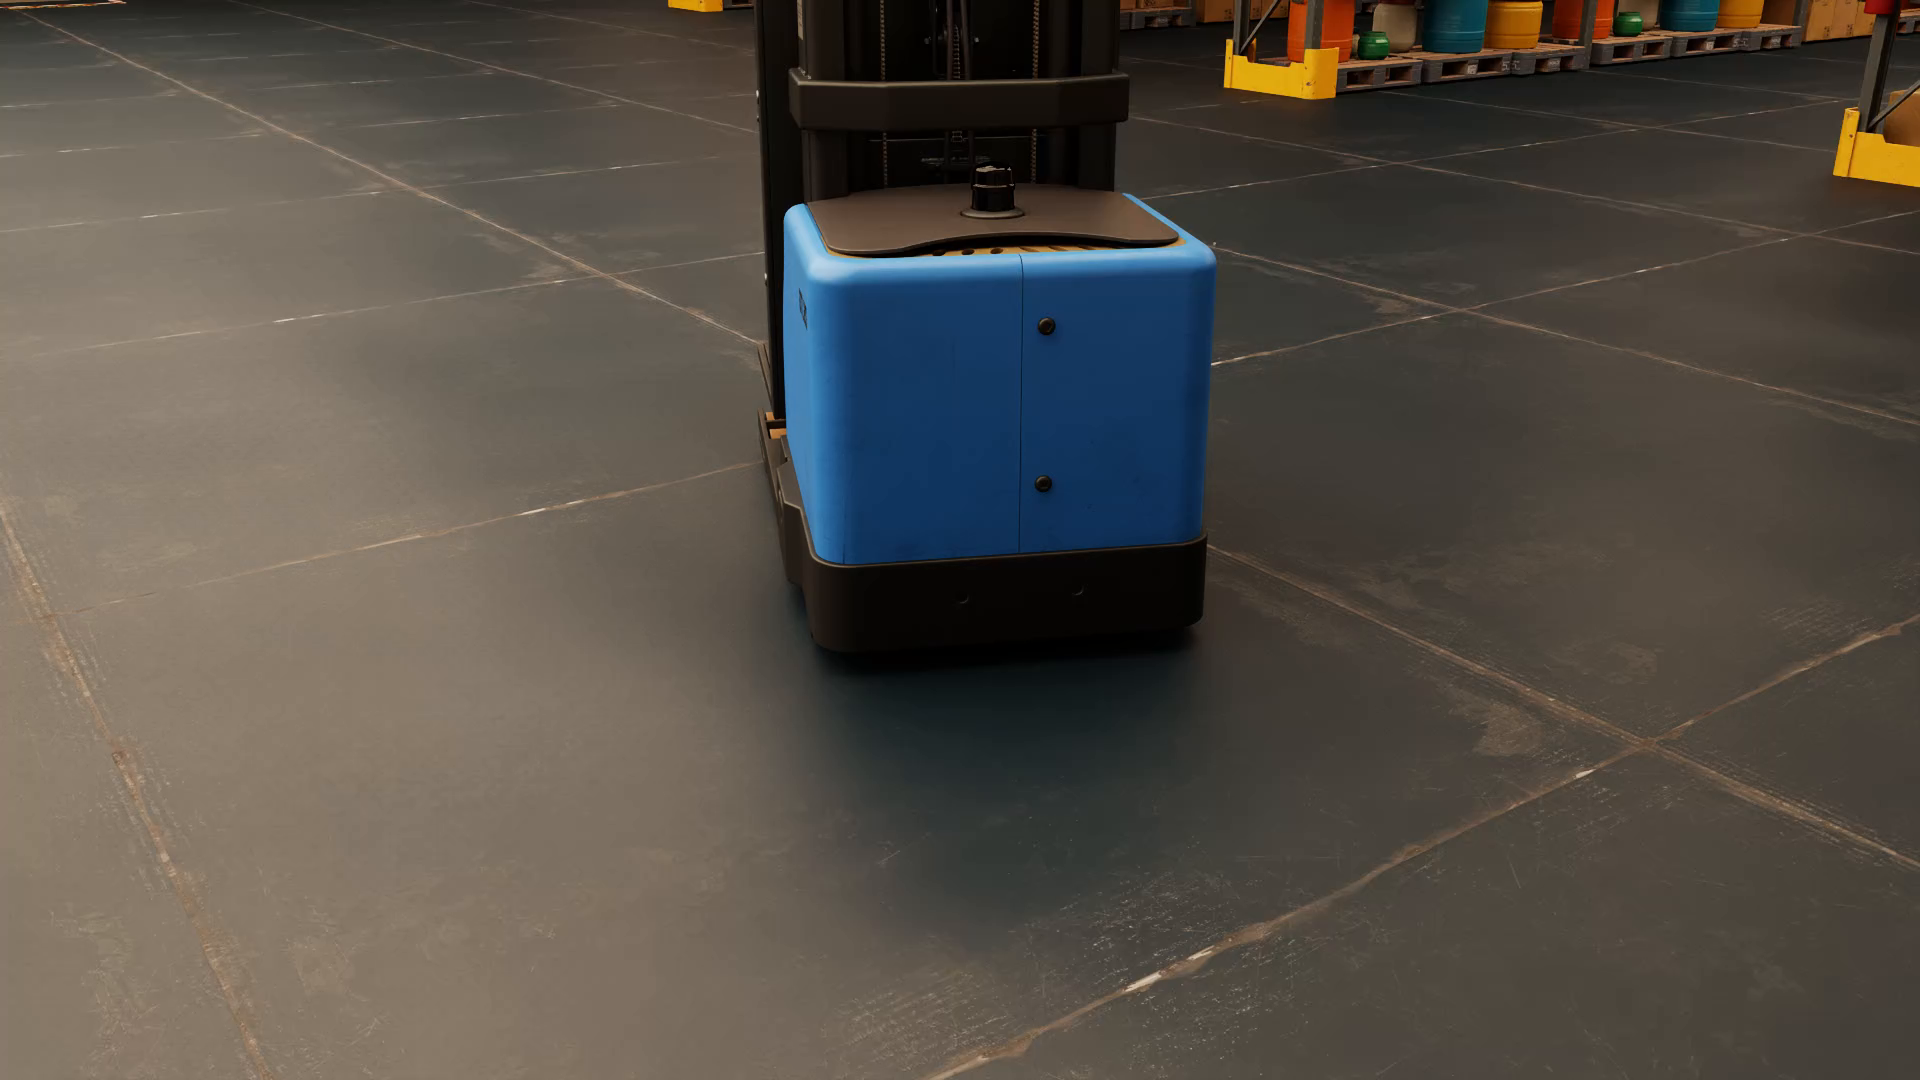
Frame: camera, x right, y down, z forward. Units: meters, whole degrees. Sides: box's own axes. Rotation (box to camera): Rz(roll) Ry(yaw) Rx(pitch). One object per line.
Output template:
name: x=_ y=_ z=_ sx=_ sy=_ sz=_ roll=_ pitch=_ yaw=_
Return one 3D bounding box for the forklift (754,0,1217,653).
forklift: x=-0.108 y=-1.590 z=5.183 sx=1.130 sy=2.935 sz=3.031 roll=-4 pitch=22 yaw=-9
